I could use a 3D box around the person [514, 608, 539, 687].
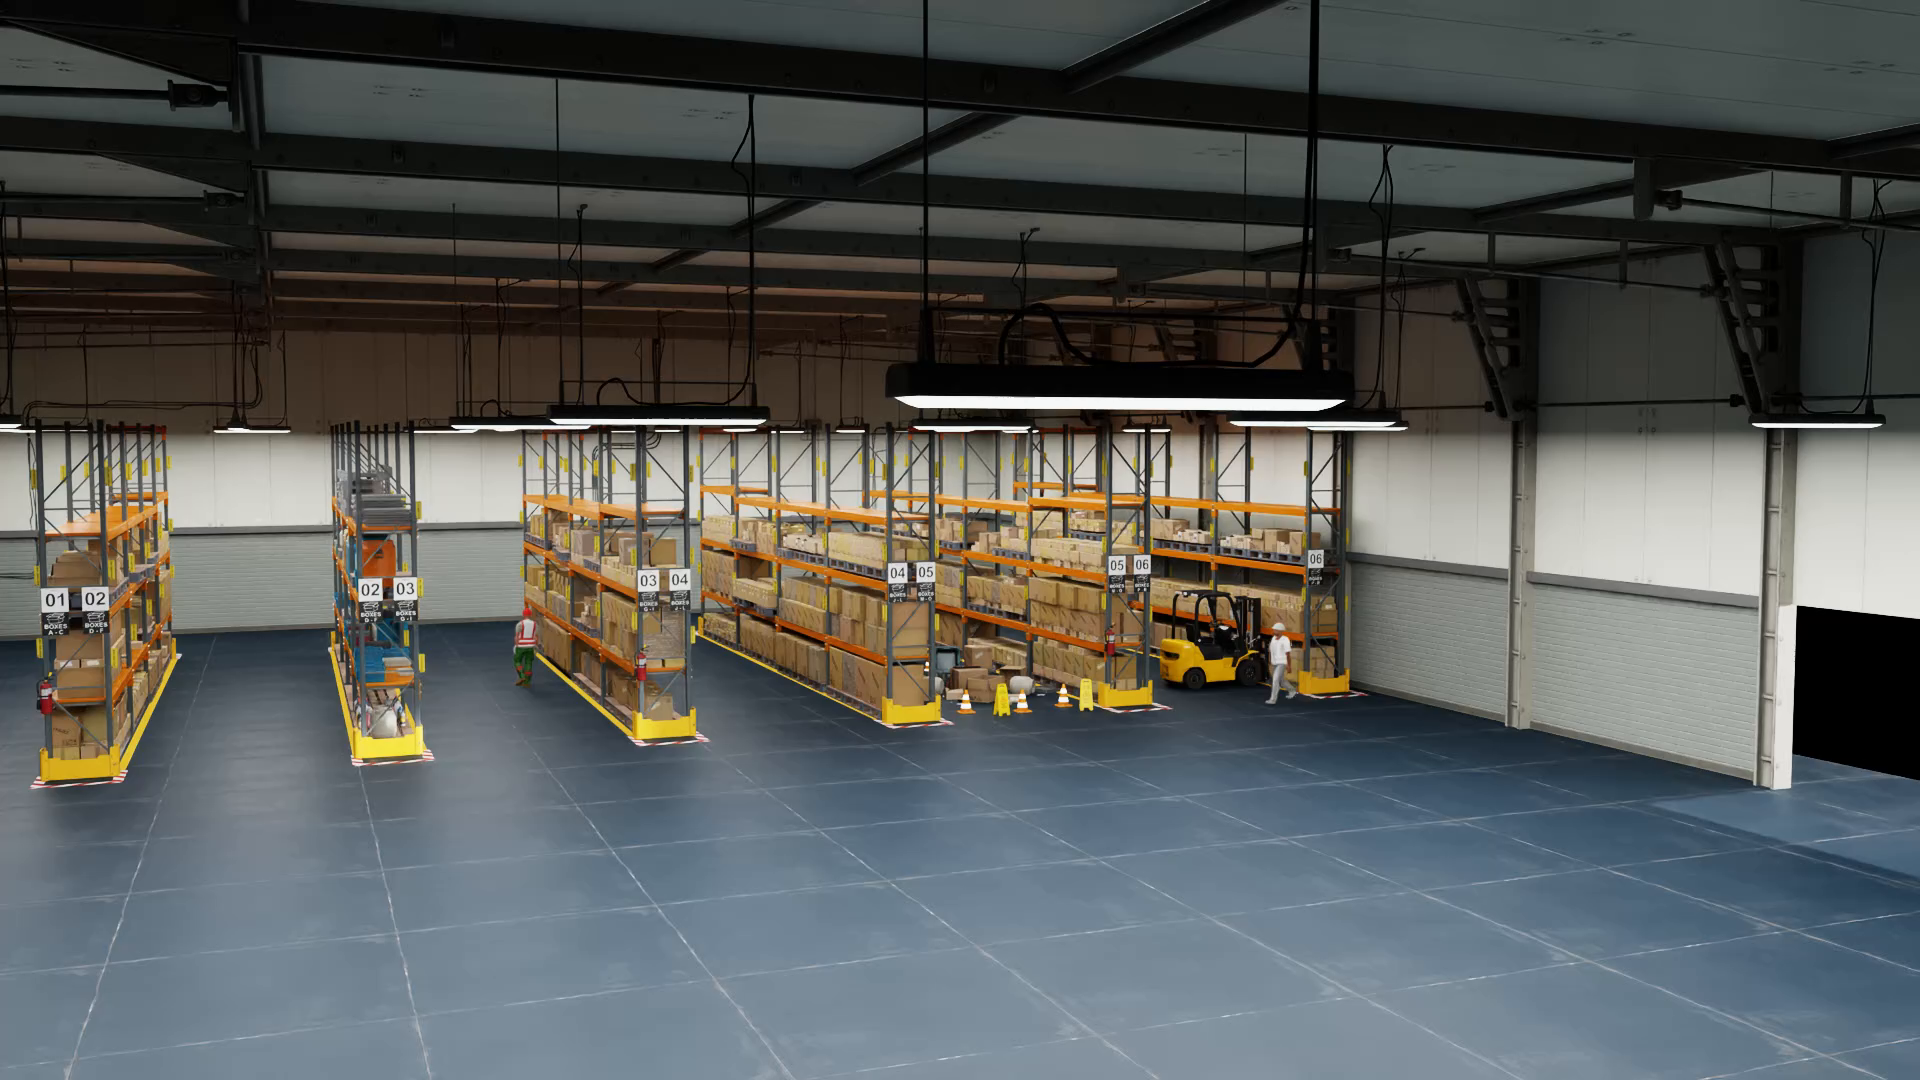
[{"bbox_3d":[-9.885,2.452,37.898,0.593,1.785,0.461,-2,4,-29],"label":"person"}]

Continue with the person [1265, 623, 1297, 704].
[{"bbox_3d":[6.868,2.631,35.589,0.997,1.734,0.621,-2,4,-31],"label":"person"}]
